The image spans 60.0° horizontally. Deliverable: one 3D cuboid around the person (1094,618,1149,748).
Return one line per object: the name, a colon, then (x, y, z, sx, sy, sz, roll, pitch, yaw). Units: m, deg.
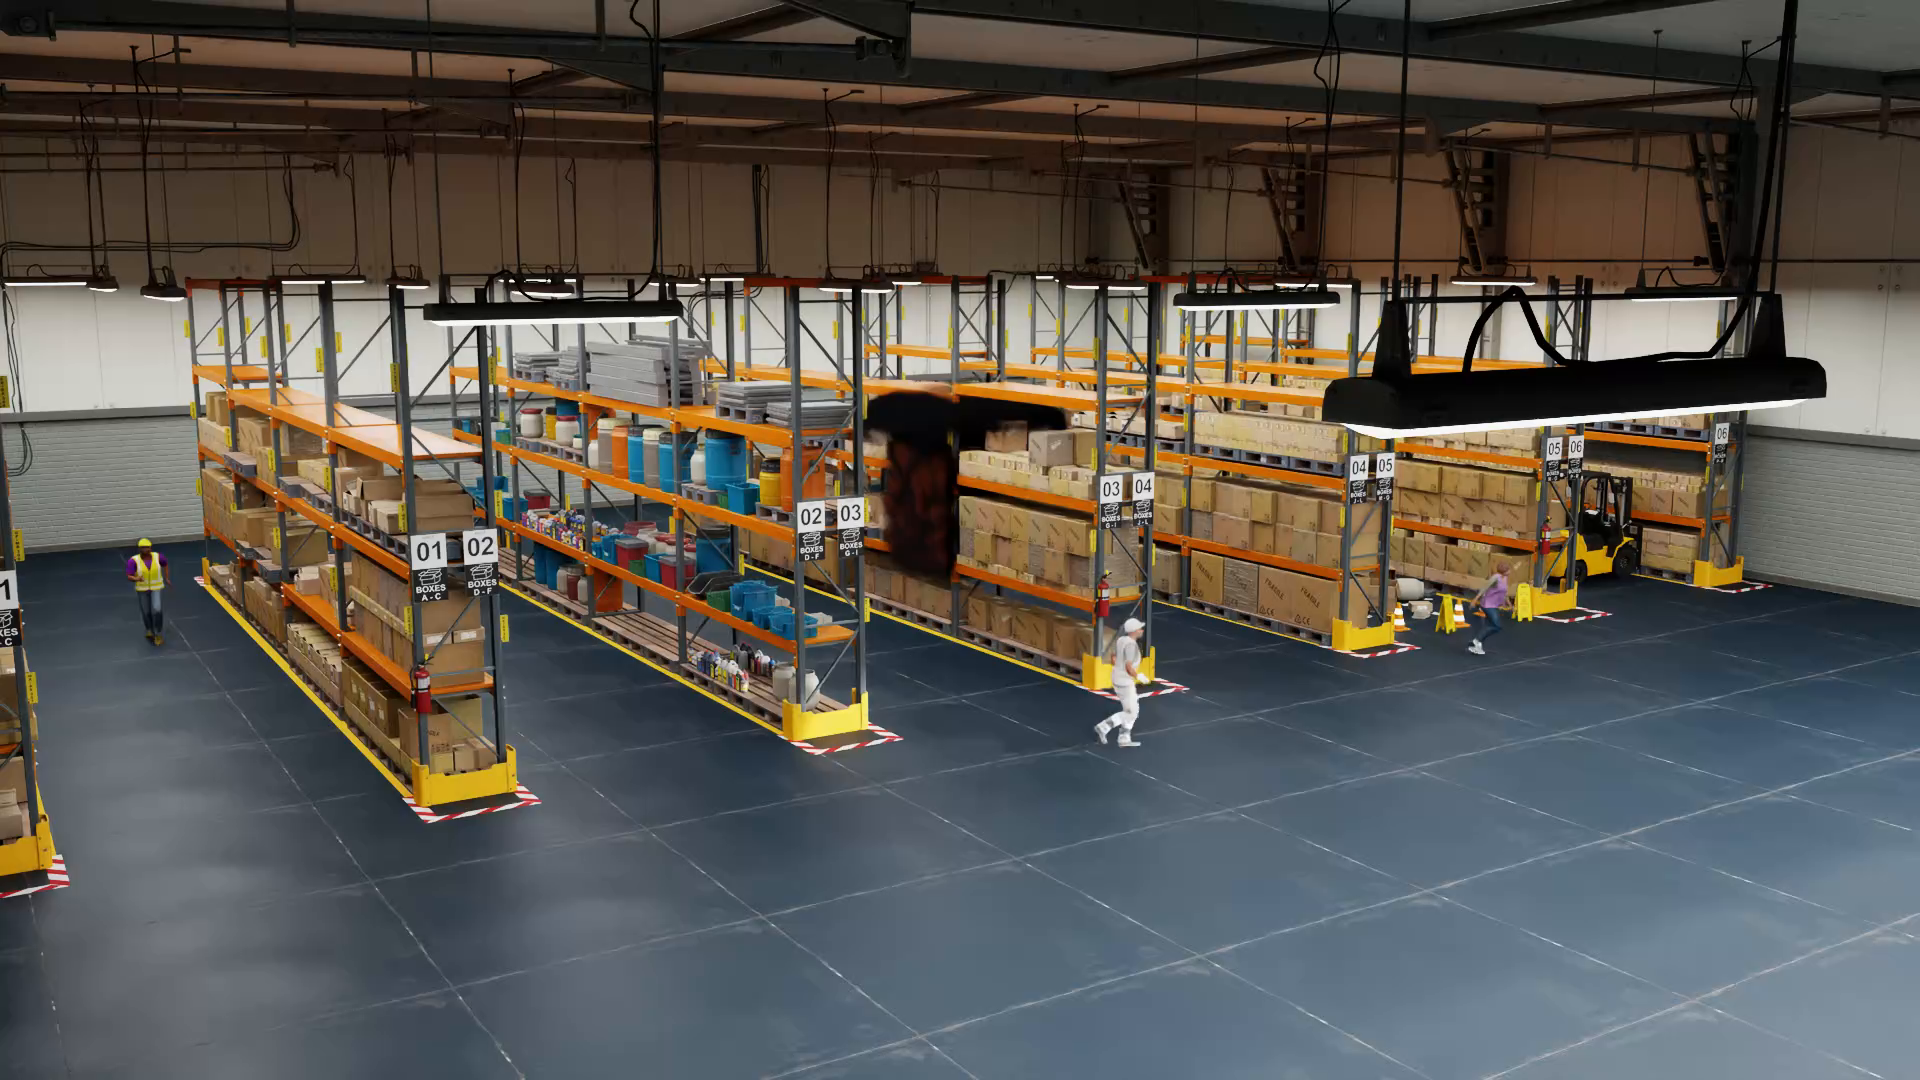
person: (2.094, 1.878, 21.720, 0.713, 1.733, 0.654, -1, 10, -6)

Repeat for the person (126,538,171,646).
person: (-13.460, 0.862, 27.613, 0.654, 1.811, 0.833, -4, 10, -24)

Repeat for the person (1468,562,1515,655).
person: (8.598, 1.098, 26.870, 0.662, 1.538, 0.529, 7, 12, 35)

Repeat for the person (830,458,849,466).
person: (-3.001, -1.358, 41.072, 0.659, 1.804, 0.701, 5, 11, 27)
